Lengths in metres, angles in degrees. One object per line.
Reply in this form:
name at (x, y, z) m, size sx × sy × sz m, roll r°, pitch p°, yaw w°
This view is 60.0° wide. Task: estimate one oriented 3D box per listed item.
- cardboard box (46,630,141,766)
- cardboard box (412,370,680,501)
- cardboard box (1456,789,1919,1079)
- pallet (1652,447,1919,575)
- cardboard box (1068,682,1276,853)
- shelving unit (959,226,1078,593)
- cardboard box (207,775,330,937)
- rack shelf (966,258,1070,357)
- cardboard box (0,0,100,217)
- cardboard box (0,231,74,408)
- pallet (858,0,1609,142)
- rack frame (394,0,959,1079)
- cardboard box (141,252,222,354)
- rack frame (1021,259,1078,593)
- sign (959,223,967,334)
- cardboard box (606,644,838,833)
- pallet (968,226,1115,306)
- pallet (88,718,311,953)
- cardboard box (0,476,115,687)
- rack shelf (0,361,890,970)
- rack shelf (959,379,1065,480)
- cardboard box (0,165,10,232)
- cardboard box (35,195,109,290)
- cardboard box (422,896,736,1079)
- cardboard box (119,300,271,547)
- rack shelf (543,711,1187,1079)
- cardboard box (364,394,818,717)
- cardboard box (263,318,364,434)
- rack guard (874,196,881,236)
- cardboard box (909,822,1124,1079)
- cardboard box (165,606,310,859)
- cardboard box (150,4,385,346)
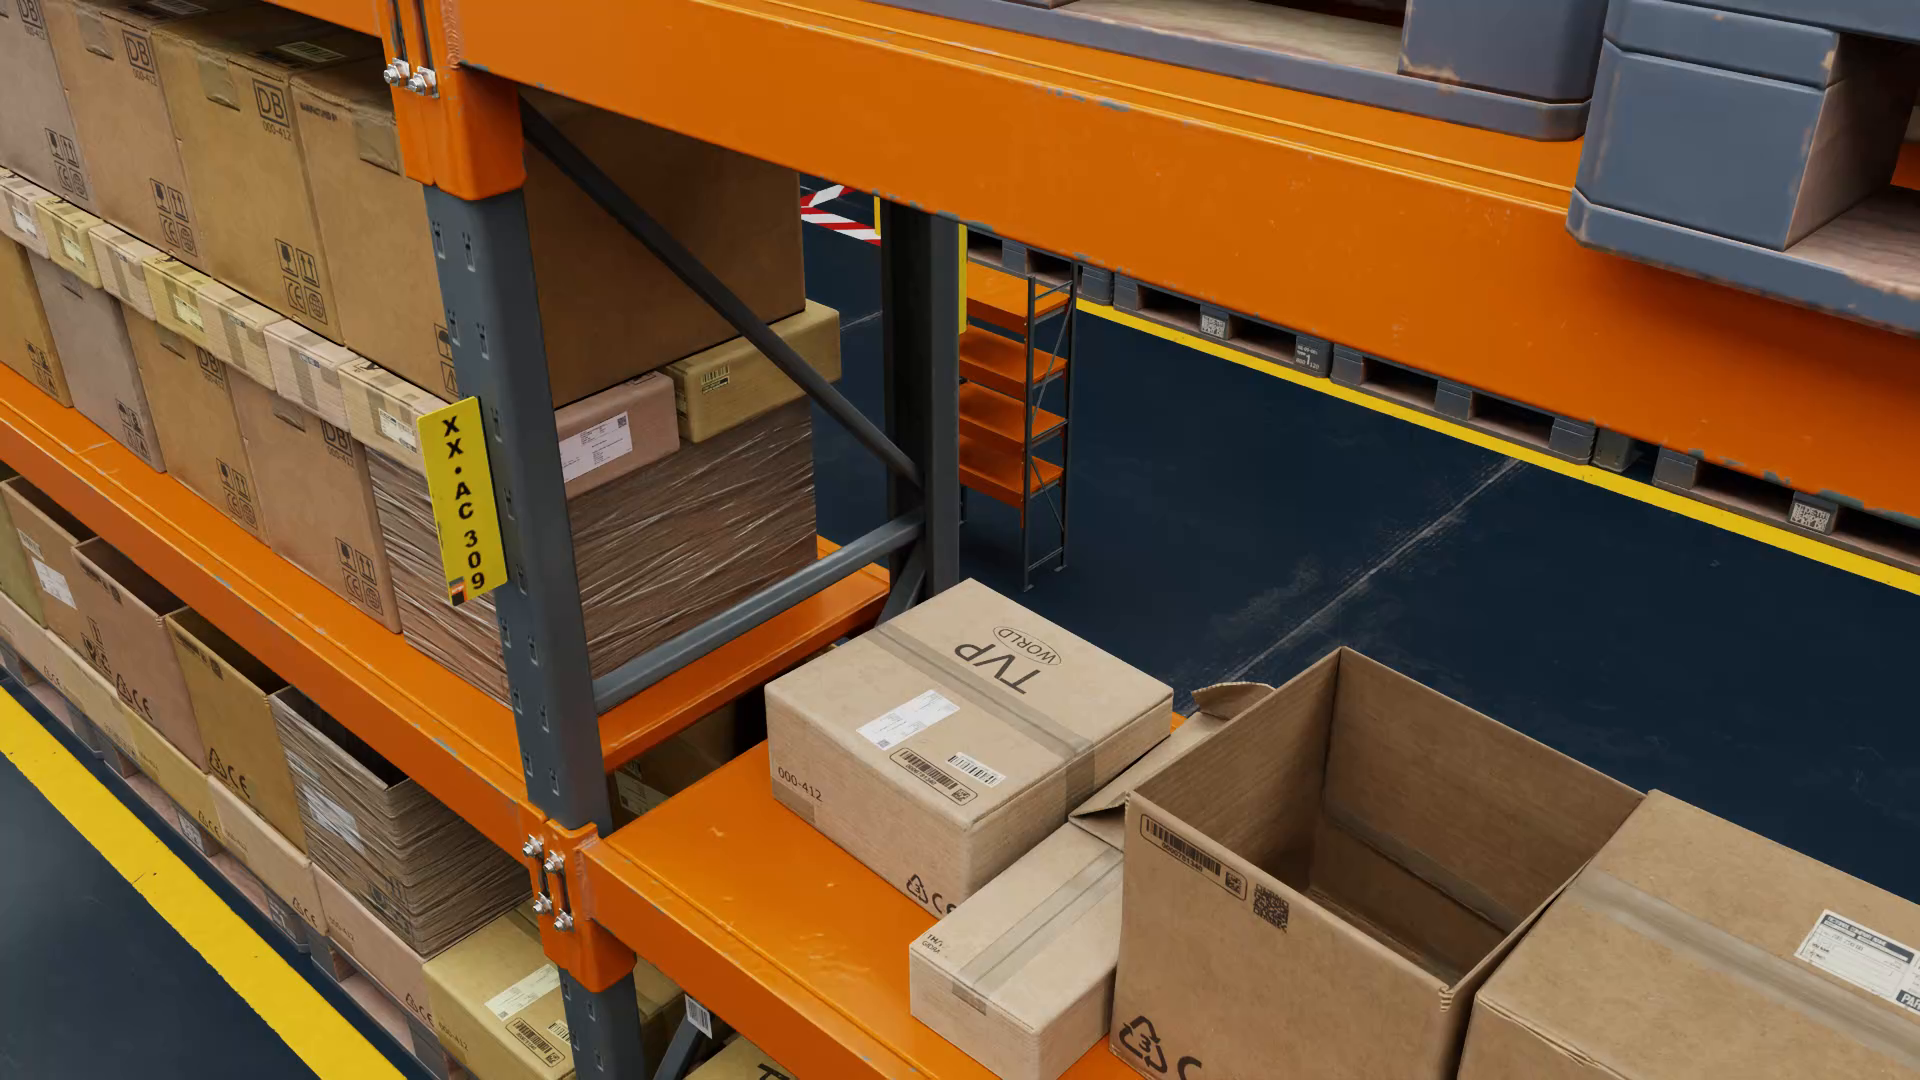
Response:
cardboard box at (-2.353, 0.366, 4.992) m, size 0.500 × 0.250 × 0.500 m, roll 25°, pitch 39°, yaw 35°
cardboard box at (-0.725, -0.196, 2.941) m, size 0.250 × 0.149 × 0.380 m, roll 25°, pitch 39°, yaw 35°
cardboard box at (0.941, 0.722, 2.045) m, size 0.500 × 0.500 × 0.500 m, roll 25°, pitch 39°, yaw 35°
pallet at (3.520, -0.295, 6.535) m, size 1.213 × 0.211 × 1.003 m, roll 25°, pitch 39°, yaw 35°
cardboard box at (0.395, 0.429, 2.760) m, size 0.258 × 0.266 × 0.396 m, roll 24°, pitch 38°, yaw 34°
shelving unit at (0.123, -0.457, 5.845) m, size 0.503 × 1.200 × 0.258 m, roll 25°, pitch 39°, yaw 35°
cardboard box at (-1.615, 0.714, 4.414) m, size 0.500 × 0.250 × 0.500 m, roll 25°, pitch 39°, yaw 35°
rack shelf at (0.123, -0.793, 5.643) m, size 0.480 × 0.148 × 0.258 m, roll 25°, pitch 39°, yaw 35°
cardboard box at (-1.829, -1.134, 3.870) m, size 0.500 × 0.500 × 0.700 m, roll 25°, pitch 39°, yaw 35°
cardboard box at (-2.251, -0.770, 4.523) m, size 0.500 × 0.500 × 0.700 m, roll 25°, pitch 39°, yaw 35°
pallet at (0.283, -0.766, 1.891) m, size 1.217 × 0.209 × 0.805 m, roll 23°, pitch 38°, yaw 33°
rack frame at (-0.380, 0.137, 3.114) m, size 0.127 × 3.000 × 1.000 m, roll 25°, pitch 39°, yaw 35°
cardboard box at (-1.478, -0.549, 3.527) m, size 0.250 × 0.149 × 0.380 m, roll 25°, pitch 39°, yaw 35°
rack frame at (0.304, -0.372, 5.705) m, size 0.015 × 1.200 × 0.240 m, roll 25°, pitch 39°, yaw 35°
sign at (-0.023, -0.536, 3.186) m, size 0.005 × 0.325 × 0.100 m, roll 25°, pitch 39°, yaw 35°
cardboard box at (-0.513, 0.534, 3.987) m, size 0.500 × 0.500 × 0.500 m, roll 25°, pitch 39°, yaw 35°
pallet at (0.611, -1.627, 8.748) m, size 1.213 × 0.211 × 1.003 m, roll 25°, pitch 39°, yaw 35°
pallet at (-1.850, 0.618, 5.018) m, size 1.213 × 0.211 × 1.003 m, roll 25°, pitch 39°, yaw 35°
cardboard box at (-2.346, 0.041, 4.806) m, size 0.500 × 0.500 × 0.500 m, roll 25°, pitch 39°, yaw 35°
rack shelf at (-1.863, -0.247, 4.449) m, size 4.000 × 0.370 × 1.077 m, roll 25°, pitch 39°, yaw 35°
rack shelf at (0.123, -0.399, 5.880) m, size 0.480 × 0.148 × 0.258 m, roll 25°, pitch 39°, yaw 35°
cardboard box at (-2.243, -0.905, 4.119) m, size 0.250 × 0.149 × 0.380 m, roll 24°, pitch 39°, yaw 35°
cardboard box at (-1.864, -0.727, 3.823) m, size 0.250 × 0.149 × 0.380 m, roll 27°, pitch 40°, yaw 37°
cardboard box at (-0.870, 1.058, 3.842) m, size 0.500 × 0.250 × 0.500 m, roll 25°, pitch 39°, yaw 35°
cardboard box at (-1.478, -0.412, 3.929) m, size 0.500 × 0.500 × 0.700 m, roll 26°, pitch 39°, yaw 36°
rack shelf at (1.103, 1.138, 2.150) m, size 4.000 × 0.370 × 1.077 m, roll 25°, pitch 39°, yaw 35°
cardboard box at (-0.713, -0.057, 3.339) m, size 0.500 × 0.500 × 0.700 m, roll 24°, pitch 38°, yaw 34°
cardboard box at (-1.103, -0.372, 3.233) m, size 0.250 × 0.149 × 0.380 m, roll 24°, pitch 38°, yaw 34°
rack guard at (0.032, -2.046, 9.163) m, size 0.348 × 0.500 × 1.175 m, roll 25°, pitch 39°, yaw 35°
cardboard box at (0.140, 0.630, 2.539) m, size 0.250 × 0.149 × 0.380 m, roll 25°, pitch 39°, yaw 35°
cardboard box at (-1.606, 0.388, 4.229) m, size 0.500 × 0.500 × 0.500 m, roll 25°, pitch 39°, yaw 35°
cardboard box at (-1.088, -0.787, 3.294) m, size 0.500 × 0.500 × 0.700 m, roll 25°, pitch 39°, yaw 35°
